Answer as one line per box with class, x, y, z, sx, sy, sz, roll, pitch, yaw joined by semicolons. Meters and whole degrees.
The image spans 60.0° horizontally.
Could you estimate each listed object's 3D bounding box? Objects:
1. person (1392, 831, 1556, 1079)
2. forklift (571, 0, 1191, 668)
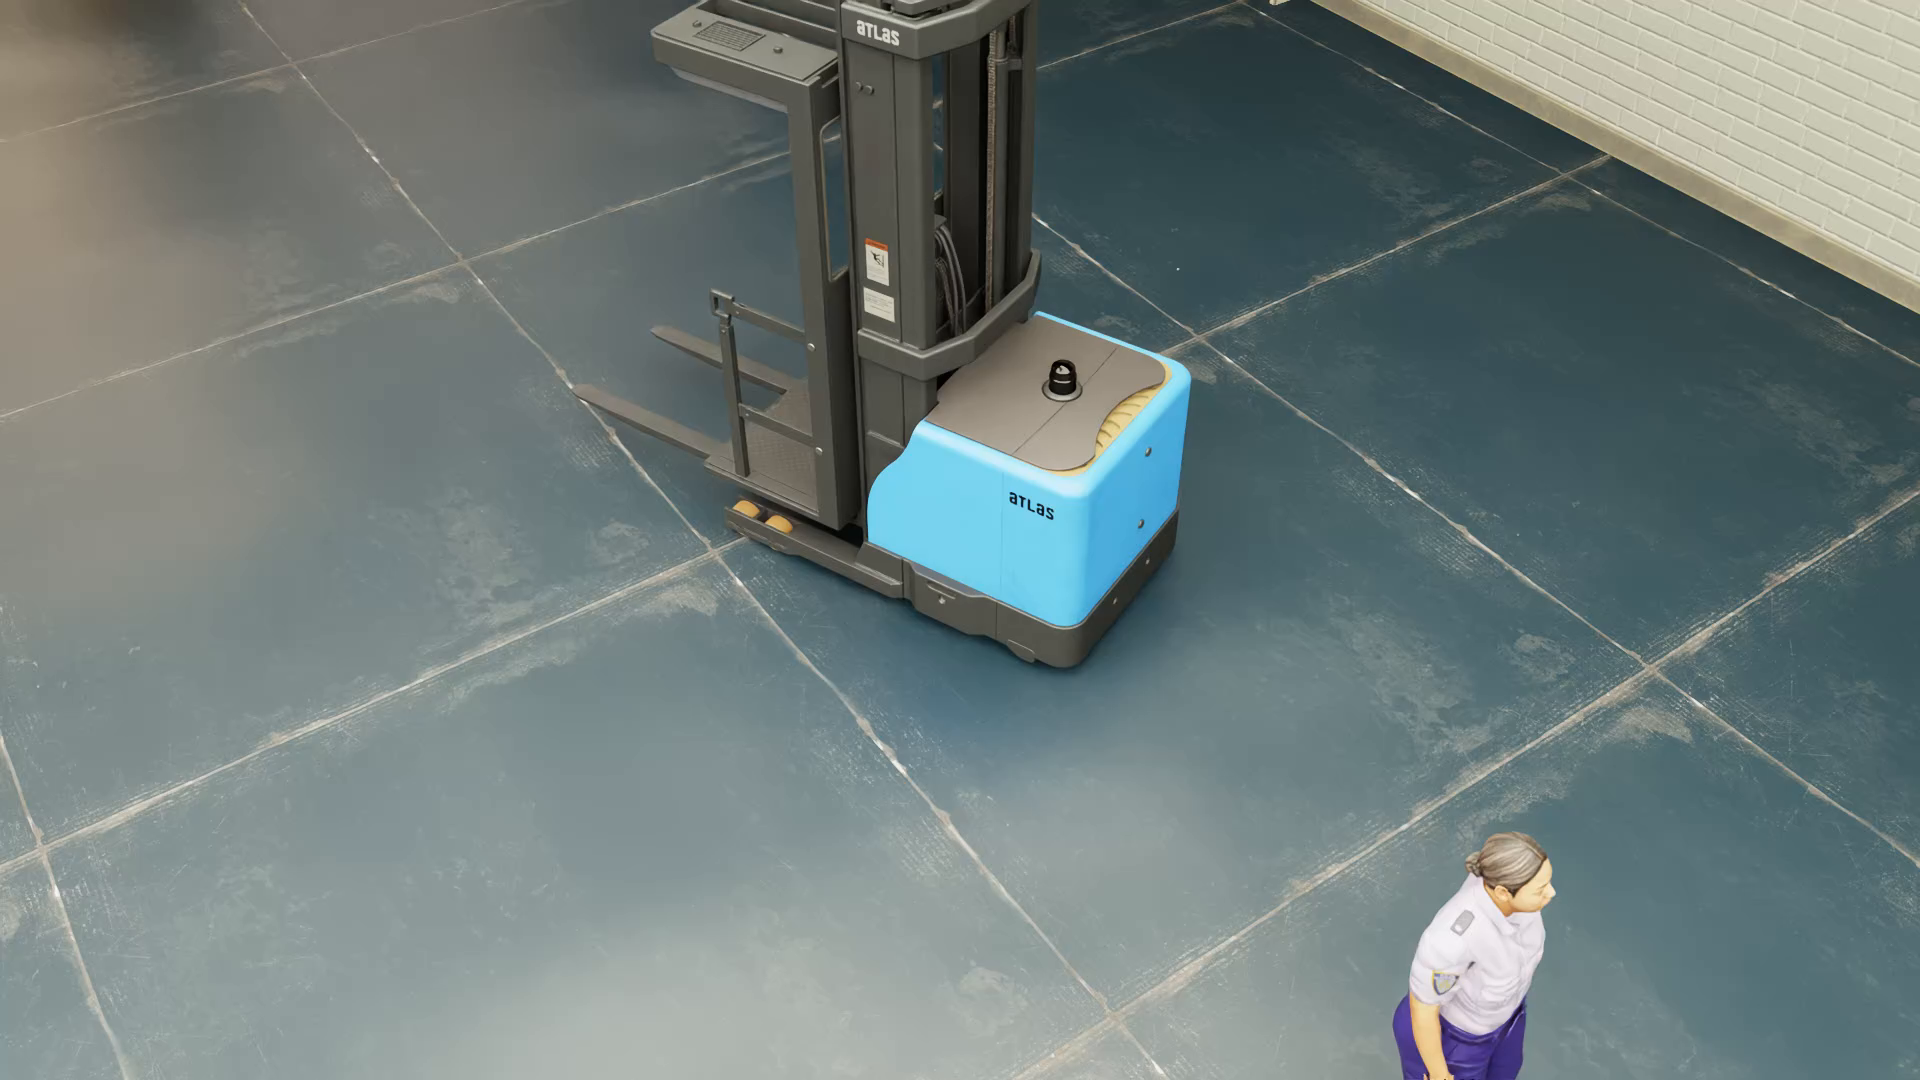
person;1.584;1.495;5.065;0.458;1.676;0.555;31;51;29
forklift;-0.511;-1.302;7.129;3.031;2.935;1.130;24;48;24
